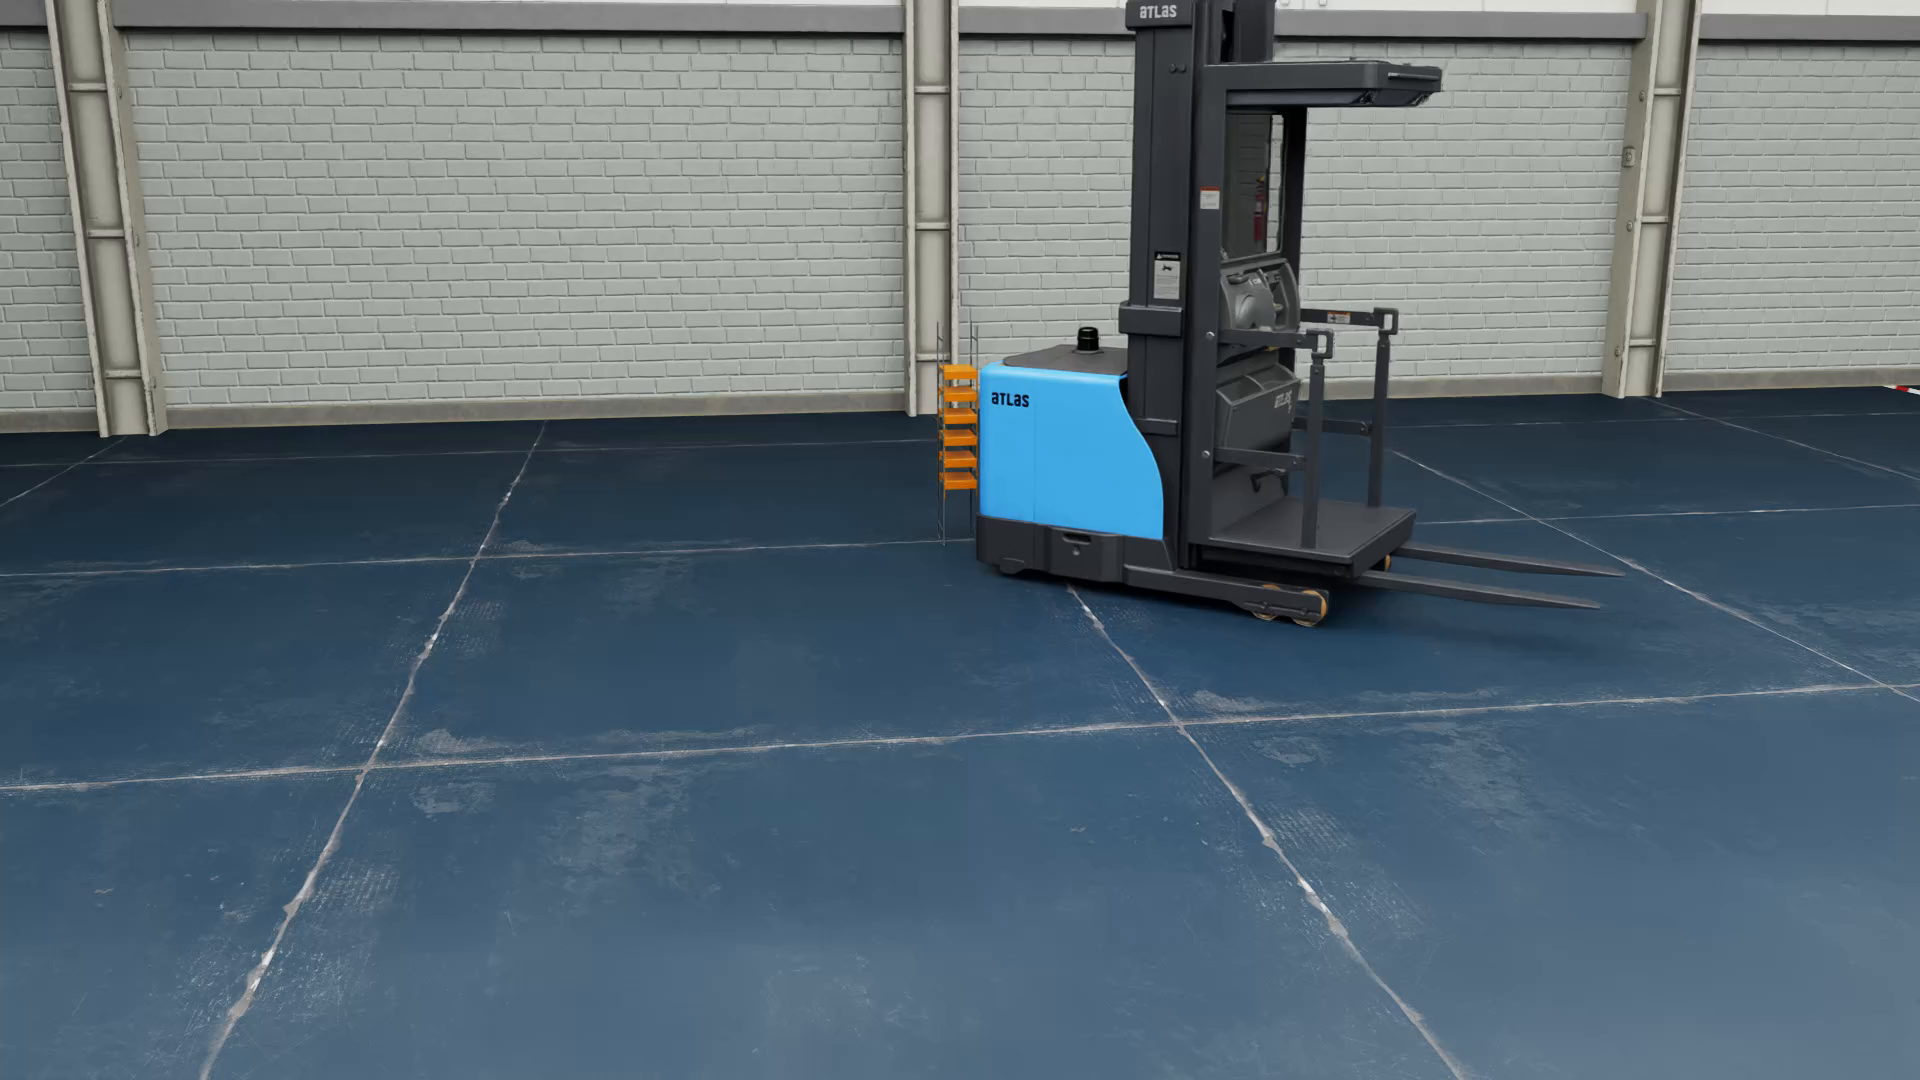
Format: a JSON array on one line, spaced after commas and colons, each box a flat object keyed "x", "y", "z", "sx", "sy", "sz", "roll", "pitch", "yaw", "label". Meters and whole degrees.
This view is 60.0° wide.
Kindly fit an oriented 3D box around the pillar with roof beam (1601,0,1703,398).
[{"x": 6.346, "y": -4.566, "z": 8.928, "sx": 0.400, "sy": 9.000, "sz": 9.100, "roll": -2, "pitch": 14, "yaw": -8, "label": "pillar with roof beam"}]

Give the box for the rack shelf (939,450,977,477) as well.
[{"x": -0.014, "y": -0.422, "z": 9.114, "sx": 0.180, "sy": 0.103, "sz": 0.258, "roll": -2, "pitch": 14, "yaw": -8, "label": "rack shelf"}]

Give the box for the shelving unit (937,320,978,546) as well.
[{"x": -0.014, "y": -0.581, "z": 9.074, "sx": 0.189, "sy": 1.200, "sz": 0.258, "roll": -2, "pitch": 14, "yaw": -8, "label": "shelving unit"}]

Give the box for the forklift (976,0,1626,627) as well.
[{"x": 1.614, "y": -1.171, "z": 7.868, "sx": 3.031, "sy": 2.935, "sz": 1.130, "roll": 8, "pitch": 16, "yaw": 30, "label": "forklift"}]

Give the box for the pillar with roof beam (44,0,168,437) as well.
[{"x": -5.520, "y": -4.131, "z": 7.194, "sx": 0.400, "sy": 9.000, "sz": 9.100, "roll": -2, "pitch": 14, "yaw": -8, "label": "pillar with roof beam"}]

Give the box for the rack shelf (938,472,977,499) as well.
[{"x": -0.014, "y": -0.306, "z": 9.143, "sx": 0.180, "sy": 0.103, "sz": 0.258, "roll": -2, "pitch": 14, "yaw": -8, "label": "rack shelf"}]

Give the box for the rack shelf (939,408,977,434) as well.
[{"x": -0.014, "y": -0.655, "z": 9.055, "sx": 0.180, "sy": 0.103, "sz": 0.258, "roll": -2, "pitch": 14, "yaw": -8, "label": "rack shelf"}]

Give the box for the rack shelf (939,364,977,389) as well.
[{"x": -0.014, "y": -0.888, "z": 8.997, "sx": 0.180, "sy": 0.103, "sz": 0.258, "roll": -2, "pitch": 14, "yaw": -8, "label": "rack shelf"}]

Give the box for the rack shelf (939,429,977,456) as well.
[{"x": -0.014, "y": -0.538, "z": 9.085, "sx": 0.180, "sy": 0.103, "sz": 0.258, "roll": -2, "pitch": 14, "yaw": -8, "label": "rack shelf"}]

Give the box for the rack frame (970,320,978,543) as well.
[{"x": 0.076, "y": -0.585, "z": 9.087, "sx": 0.006, "sy": 1.200, "sz": 0.240, "roll": -2, "pitch": 14, "yaw": -8, "label": "rack frame"}]

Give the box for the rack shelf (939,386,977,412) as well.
[{"x": -0.014, "y": -0.771, "z": 9.026, "sx": 0.180, "sy": 0.103, "sz": 0.258, "roll": -2, "pitch": 14, "yaw": -8, "label": "rack shelf"}]

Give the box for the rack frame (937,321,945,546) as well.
[{"x": -0.105, "y": -0.578, "z": 9.061, "sx": 0.006, "sy": 1.200, "sz": 0.240, "roll": -2, "pitch": 14, "yaw": -8, "label": "rack frame"}]

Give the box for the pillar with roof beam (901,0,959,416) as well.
[{"x": 0.413, "y": -4.348, "z": 8.061, "sx": 0.400, "sy": 9.000, "sz": 9.100, "roll": -2, "pitch": 14, "yaw": -8, "label": "pillar with roof beam"}]
